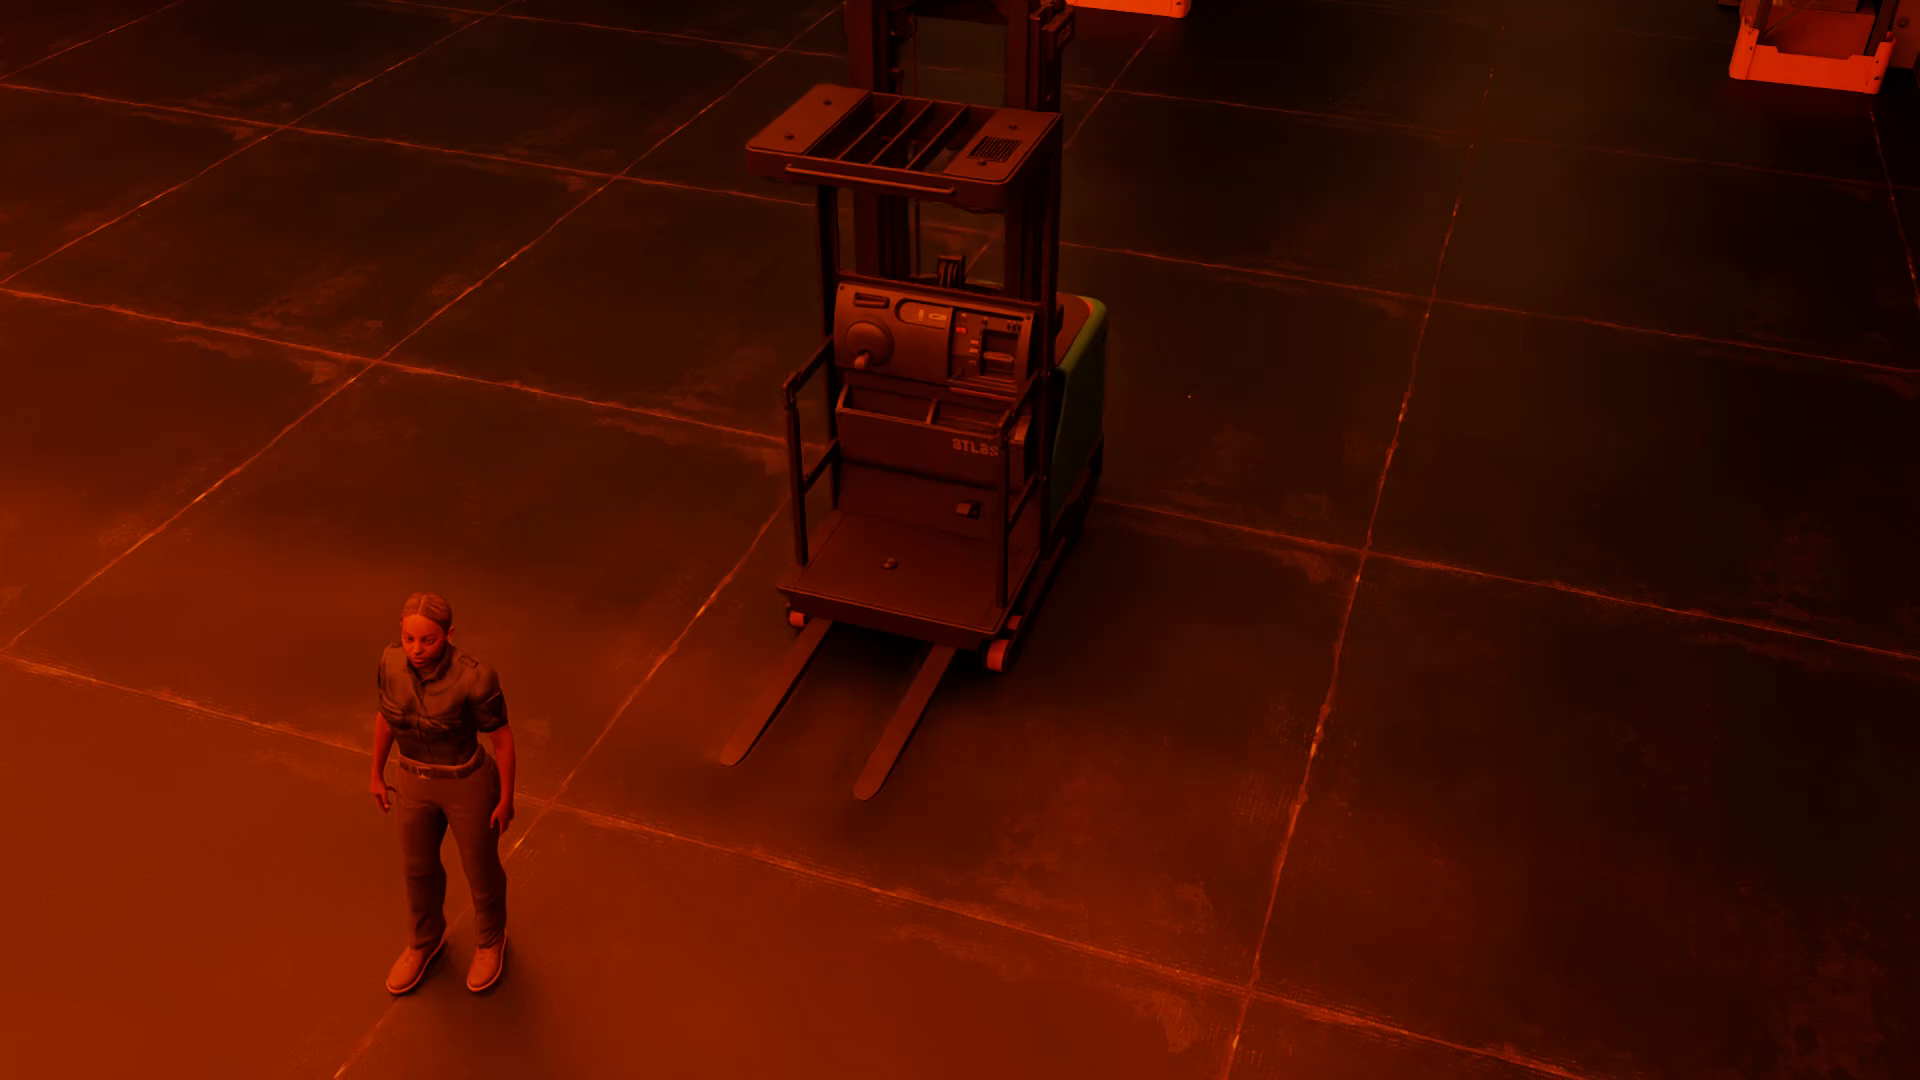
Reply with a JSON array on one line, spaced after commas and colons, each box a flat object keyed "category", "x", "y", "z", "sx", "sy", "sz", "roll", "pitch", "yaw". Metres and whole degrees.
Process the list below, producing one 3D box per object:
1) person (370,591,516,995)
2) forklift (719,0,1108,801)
[{"category": "person", "x": -1.854, "y": 0.928, "z": 5.904, "sx": 0.551, "sy": 1.662, "sz": 0.483, "roll": 7, "pitch": 36, "yaw": 10}, {"category": "forklift", "x": -0.193, "y": -0.844, "z": 7.301, "sx": 1.130, "sy": 2.935, "sz": 3.031, "roll": 11, "pitch": 37, "yaw": 16}]
